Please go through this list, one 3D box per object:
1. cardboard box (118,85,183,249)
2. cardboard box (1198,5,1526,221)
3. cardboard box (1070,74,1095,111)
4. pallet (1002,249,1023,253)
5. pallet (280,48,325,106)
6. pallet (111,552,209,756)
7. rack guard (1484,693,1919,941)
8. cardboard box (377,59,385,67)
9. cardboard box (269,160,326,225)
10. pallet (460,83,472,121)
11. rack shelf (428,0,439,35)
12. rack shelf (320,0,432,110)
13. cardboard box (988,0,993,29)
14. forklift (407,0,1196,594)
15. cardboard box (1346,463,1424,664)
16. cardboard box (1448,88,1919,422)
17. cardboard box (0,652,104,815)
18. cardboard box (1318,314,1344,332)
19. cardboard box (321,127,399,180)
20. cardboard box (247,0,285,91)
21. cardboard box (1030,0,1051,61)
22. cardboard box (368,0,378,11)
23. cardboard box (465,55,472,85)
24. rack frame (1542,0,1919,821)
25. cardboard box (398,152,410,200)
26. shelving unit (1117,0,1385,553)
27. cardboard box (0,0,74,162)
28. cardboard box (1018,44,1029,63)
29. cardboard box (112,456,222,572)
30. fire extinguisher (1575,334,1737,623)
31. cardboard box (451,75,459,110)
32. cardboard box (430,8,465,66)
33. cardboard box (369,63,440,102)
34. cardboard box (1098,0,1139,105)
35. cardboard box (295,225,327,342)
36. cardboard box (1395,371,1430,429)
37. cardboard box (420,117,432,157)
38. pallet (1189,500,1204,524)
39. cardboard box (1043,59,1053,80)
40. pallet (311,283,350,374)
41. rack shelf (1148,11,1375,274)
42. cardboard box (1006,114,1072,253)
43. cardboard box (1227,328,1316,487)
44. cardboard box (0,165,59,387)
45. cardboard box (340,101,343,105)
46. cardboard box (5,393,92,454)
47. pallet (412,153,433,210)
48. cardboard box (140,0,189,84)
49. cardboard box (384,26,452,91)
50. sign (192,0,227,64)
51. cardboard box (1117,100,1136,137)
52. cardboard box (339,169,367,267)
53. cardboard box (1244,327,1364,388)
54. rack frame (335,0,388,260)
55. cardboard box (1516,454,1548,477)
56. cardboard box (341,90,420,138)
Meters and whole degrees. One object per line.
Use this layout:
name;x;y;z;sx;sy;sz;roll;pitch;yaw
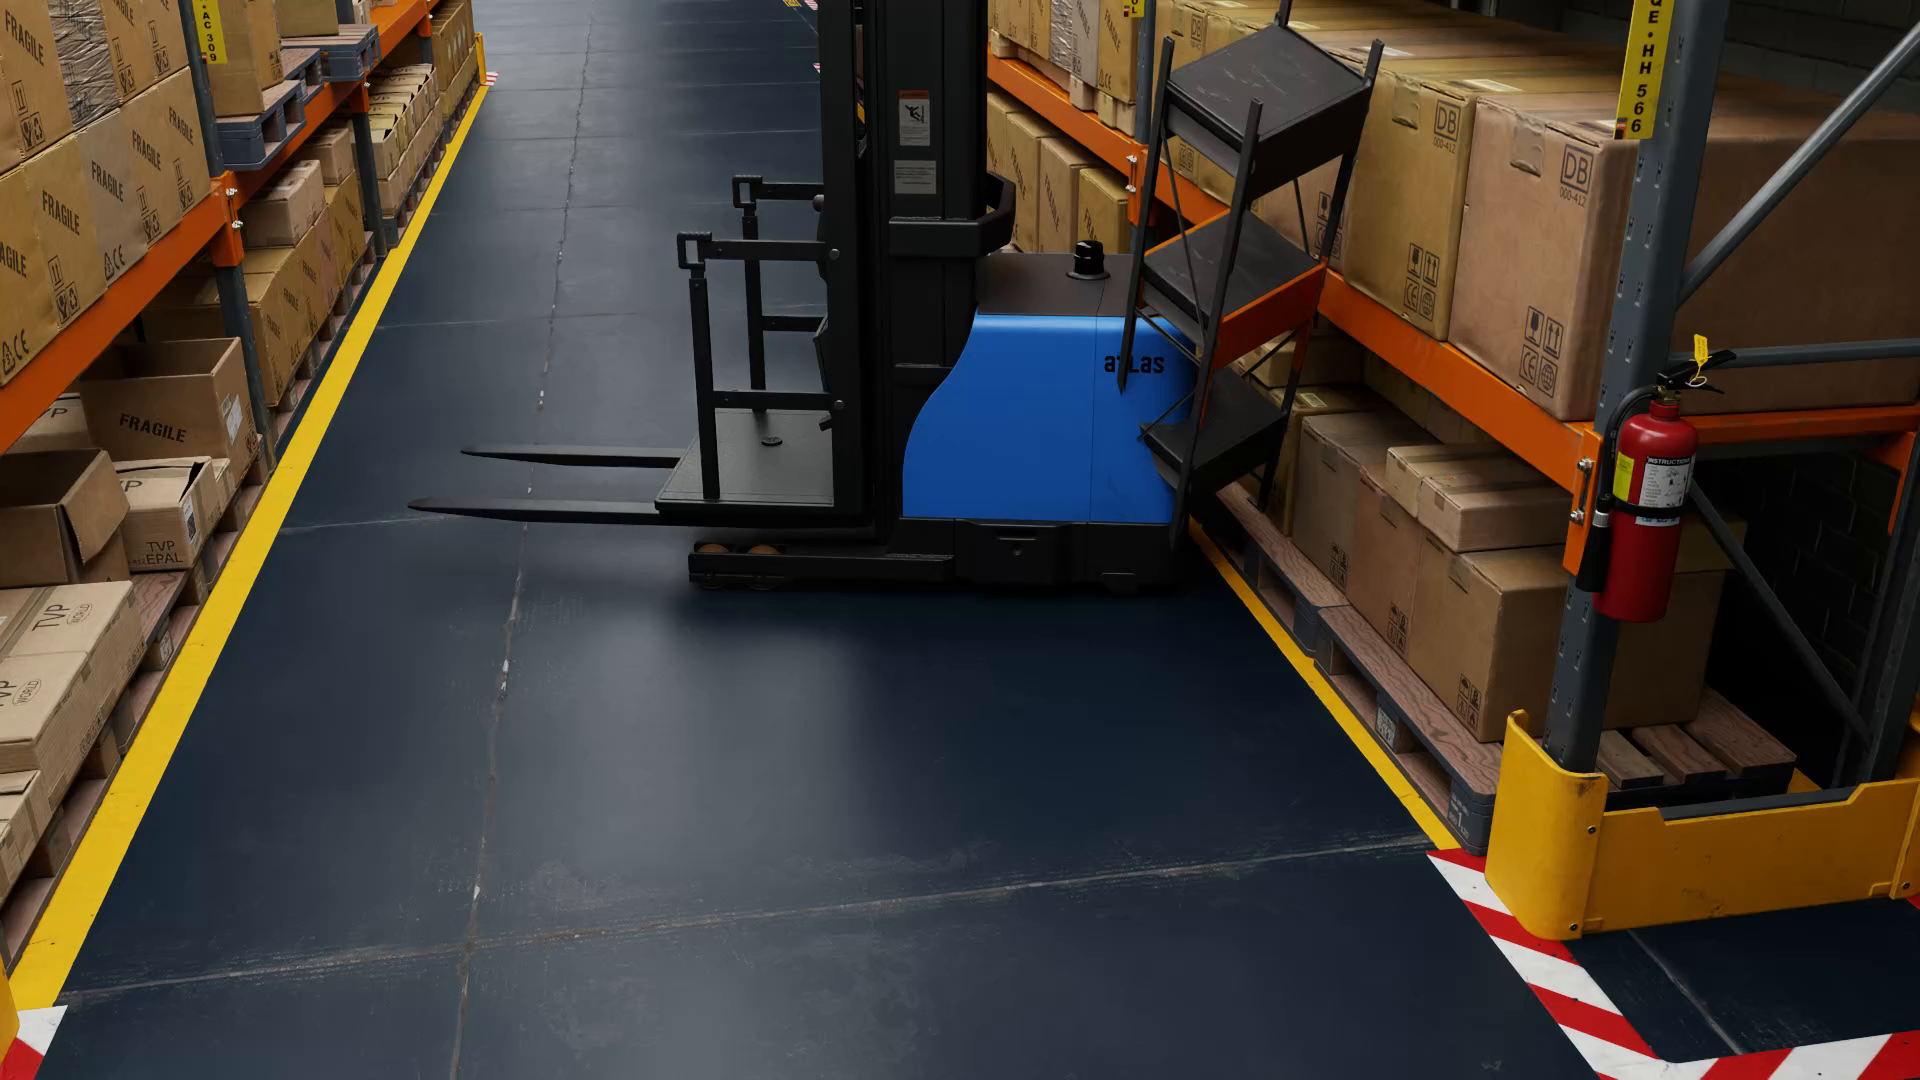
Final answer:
cardboard box;-3.123;-1.312;5.882;0.500;0.500;0.500;-4;24;-8
cardboard box;1.517;-1.650;6.406;0.980;0.700;0.700;-5;24;-11
cardboard box;0.783;-2.323;8.611;0.380;0.149;0.250;-4;24;-10
pallet;0.858;-1.516;9.957;1.003;0.211;1.213;-4;24;-10
pallet;-3.940;-2.368;8.663;1.003;0.211;1.213;-4;24;-10
pallet;-3.209;0.382;5.611;1.003;0.211;1.213;-4;24;-10
rack guard;2.048;0.713;4.492;1.175;0.500;0.348;-4;24;-10
cardboard box;-5.425;-4.433;15.127;0.500;0.500;0.500;-4;24;-10
cardboard box;-3.692;-1.845;8.864;0.500;0.250;0.500;-5;24;-11
pallet;-5.378;-4.312;16.360;1.003;0.211;1.213;-4;24;-10
rack shelf;-5.413;-5.250;15.923;1.077;0.370;4.000;-4;24;-10
rack shelf;-4.674;-3.677;12.320;1.077;0.370;4.000;-4;24;-10
cardboard box;0.402;-3.569;10.654;0.500;0.500;0.500;-4;24;-8
forklift;-0.628;-1.361;6.204;3.031;2.935;1.130;2;24;4
cardboard box;1.723;0.047;5.493;0.700;0.500;0.500;-4;24;-10
cardboard box;1.939;-0.779;4.411;0.980;0.700;0.700;-3;24;-7
cardboard box;-2.739;0.554;4.621;0.500;0.250;0.500;-4;24;-10
cardboard box;1.658;-0.818;6.664;0.380;0.149;0.250;-5;24;-11
cardboard box;-4.112;-2.637;11.251;0.500;0.311;0.500;-4;24;-8
cardboard box;-3.621;-2.354;7.742;0.700;0.500;0.500;-1;24;-1
cardboard box;0.684;-2.963;9.266;0.500;0.500;0.500;-4;24;-8
cardboard box;-4.820;-4.329;12.789;0.500;0.500;0.500;-3;24;-6
cardboard box;-5.195;-4.718;16.715;0.500;0.250;0.500;-4;24;-10
rack frame;2.043;-0.441;4.013;1.000;3.000;0.127;-4;24;-10
cardboard box;-4.206;-2.578;11.815;0.500;0.250;0.500;-5;24;-11
shelving unit;0.885;-0.783;5.625;0.503;2.100;0.431;-30;58;-24
cardboard box;-2.934;-1.373;4.773;0.500;0.500;0.500;-5;24;-10
cardboard box;0.569;-3.035;10.241;0.380;0.149;0.250;-5;24;-10
cardboard box;-3.041;-0.118;6.082;0.500;0.311;0.500;-4;24;-10
fire extinguisher;1.618;-0.142;3.889;0.296;0.674;0.183;-4;24;-10
cardboard box;-4.919;-4.128;15.364;0.500;0.250;0.500;-4;24;-10
cardboard box;-5.101;-4.865;16.115;0.500;0.500;0.500;-4;24;-10
cardboard box;-4.687;-3.845;14.015;0.500;0.311;0.500;-4;24;-10
cardboard box;0.970;-2.369;7.905;0.500;0.500;0.500;-5;24;-11
cardboard box;-3.609;-1.317;8.592;0.500;0.500;0.500;-4;24;-9
cardboard box;1.799;-0.518;5.976;0.380;0.149;0.250;-4;24;-9
cardboard box;-4.495;-3.184;13.203;0.500;0.250;0.500;-4;24;-9
pallet;1.367;-0.432;7.476;1.003;0.211;1.213;-4;24;-10
cardboard box;0.691;-2.733;9.549;0.380;0.149;0.250;-4;24;-9
pallet;-3.981;-1.167;9.158;1.003;0.211;1.213;-4;24;-10
rack shelf;0.901;-1.218;5.094;0.480;0.518;0.431;-30;58;-24
cardboard box;0.727;-2.152;10.090;0.750;0.750;0.750;-4;24;-10
cardboard box;1.431;-0.562;6.888;0.700;0.500;0.500;-5;24;-10
cardboard box;-2.838;-0.713;4.511;0.500;0.500;0.500;-4;24;-10
cardboard box;-4.926;-3.197;12.533;0.500;0.311;0.500;-4;24;-8
cardboard box;-3.699;-0.435;6.808;0.500;0.311;0.500;-4;24;-10
pallet;-4.640;-2.748;12.778;1.003;0.211;1.213;-4;24;-10
cardboard box;-3.216;-1.971;6.141;0.500;0.500;0.500;-4;24;-9
cardboard box;-4.821;-4.275;14.764;0.500;0.500;0.500;-4;24;-10
sign;-3.032;-2.087;6.698;0.100;0.325;0.005;-4;24;-10
cardboard box;0.963;-2.021;7.918;0.380;0.149;0.250;-4;24;-9
cardboard box;-3.900;-1.926;9.985;0.500;0.500;0.500;-3;24;-8
cardboard box;1.322;-0.704;6.402;0.380;0.149;0.250;-5;24;-11
rack frame;-4.304;-3.220;10.375;1.000;3.000;0.127;-4;24;-10
cardboard box;1.941;-0.218;5.290;0.380;0.149;0.250;-4;24;-10
cardboard box;-4.405;-3.246;12.645;0.500;0.311;0.500;-5;24;-10
